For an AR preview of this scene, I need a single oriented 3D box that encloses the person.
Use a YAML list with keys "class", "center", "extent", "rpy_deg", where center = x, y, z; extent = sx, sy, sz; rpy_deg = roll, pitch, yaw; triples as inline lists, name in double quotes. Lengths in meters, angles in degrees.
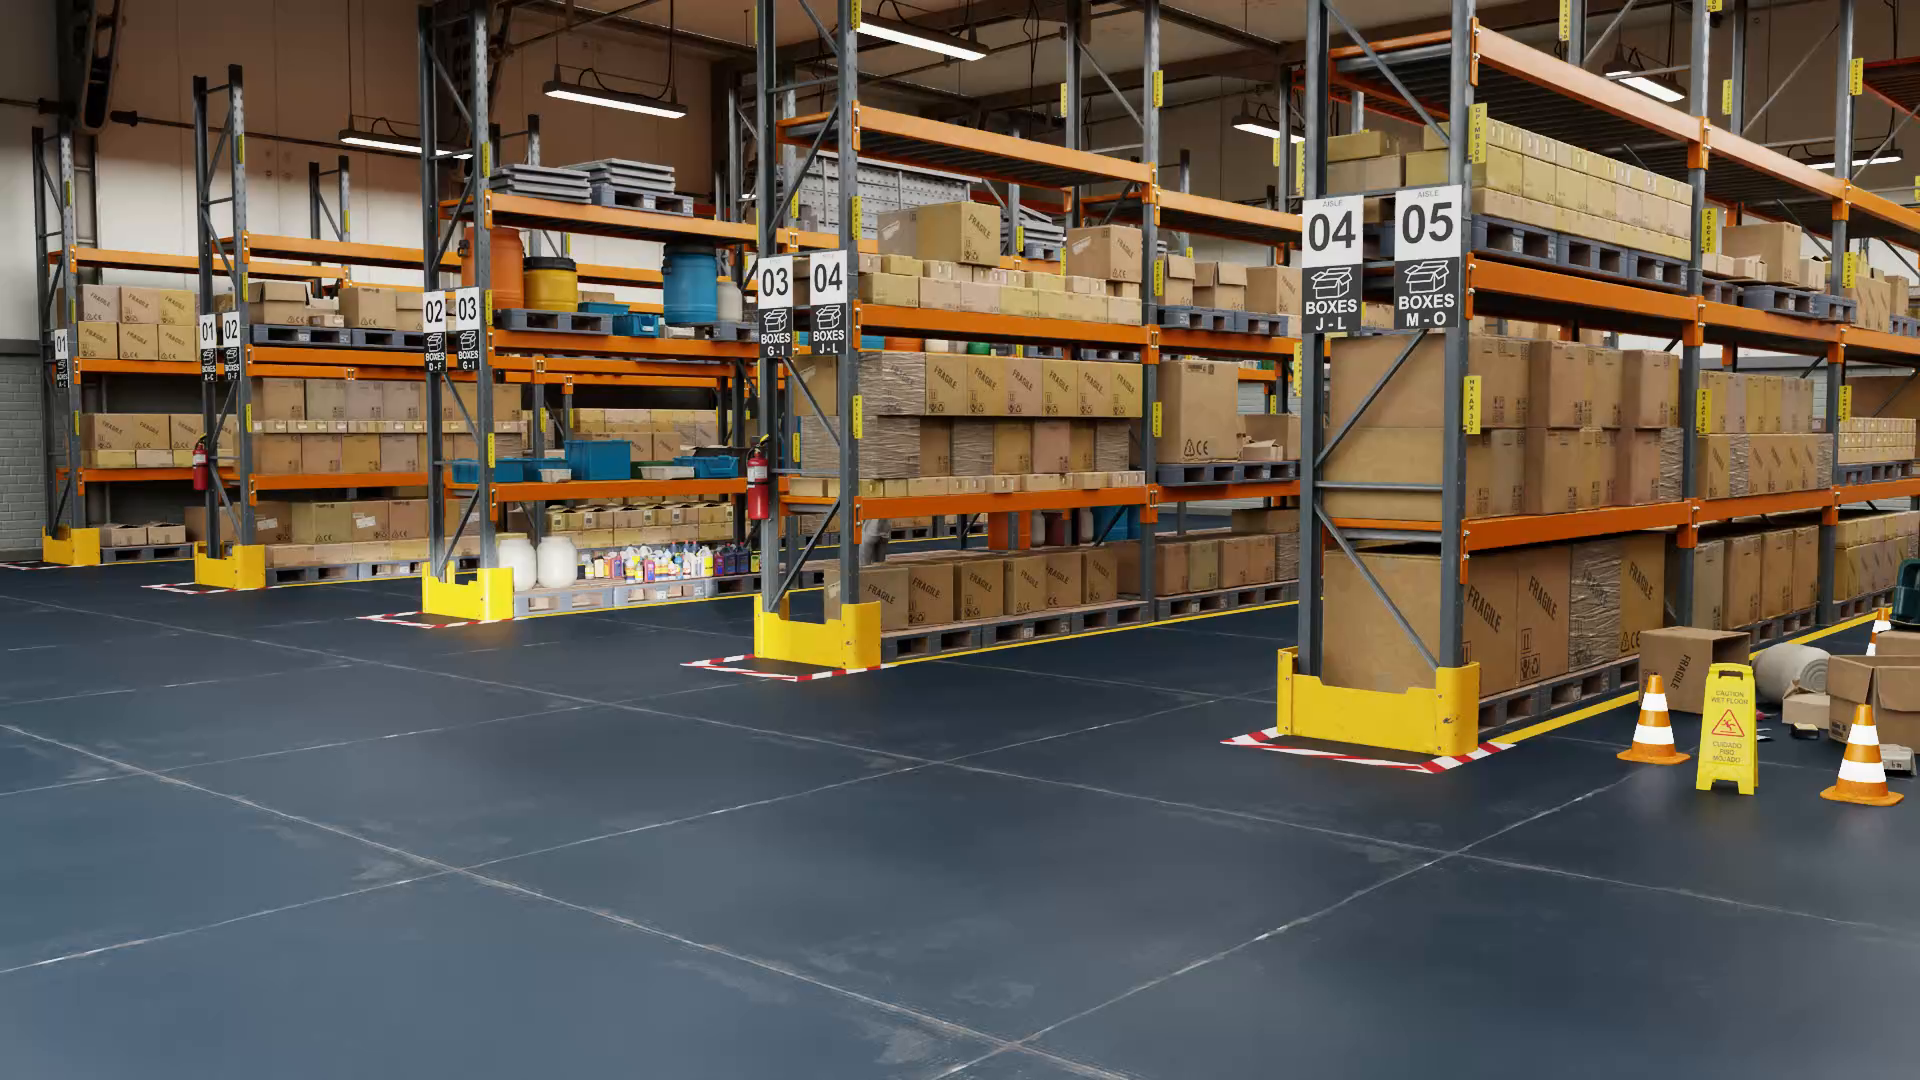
- class: "person"
  center: [5.314, -2.713, 23.416]
  extent: [24.908, 6.000, 19.197]
  rpy_deg: [3, 5, 41]
